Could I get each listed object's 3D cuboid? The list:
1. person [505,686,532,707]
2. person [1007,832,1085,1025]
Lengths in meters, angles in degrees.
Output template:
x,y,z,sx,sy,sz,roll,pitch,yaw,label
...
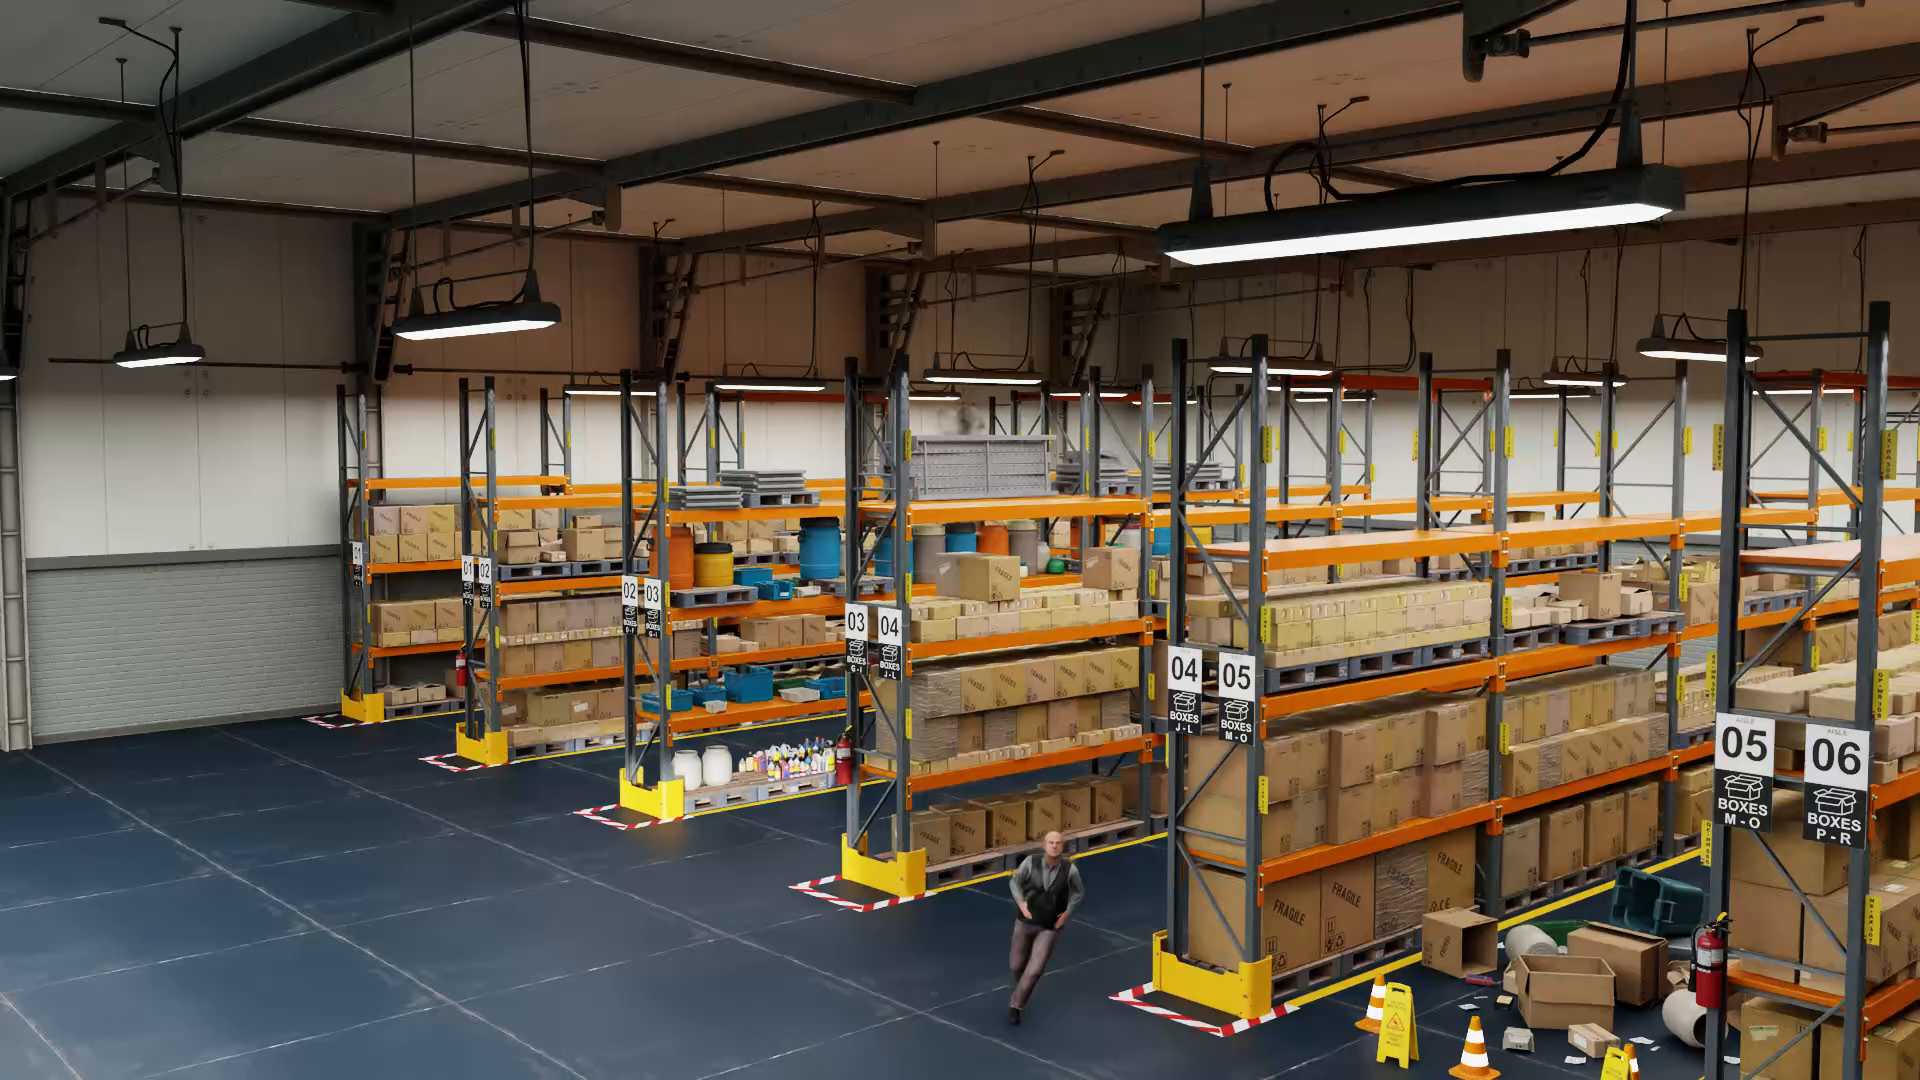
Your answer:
x,y,z,sx,sy,sz,roll,pitch,yaw,label
-7.483,2.412,28.422,0.659,1.848,0.803,4,5,45,person
0.762,3.377,14.714,0.686,1.654,0.800,1,4,10,person
